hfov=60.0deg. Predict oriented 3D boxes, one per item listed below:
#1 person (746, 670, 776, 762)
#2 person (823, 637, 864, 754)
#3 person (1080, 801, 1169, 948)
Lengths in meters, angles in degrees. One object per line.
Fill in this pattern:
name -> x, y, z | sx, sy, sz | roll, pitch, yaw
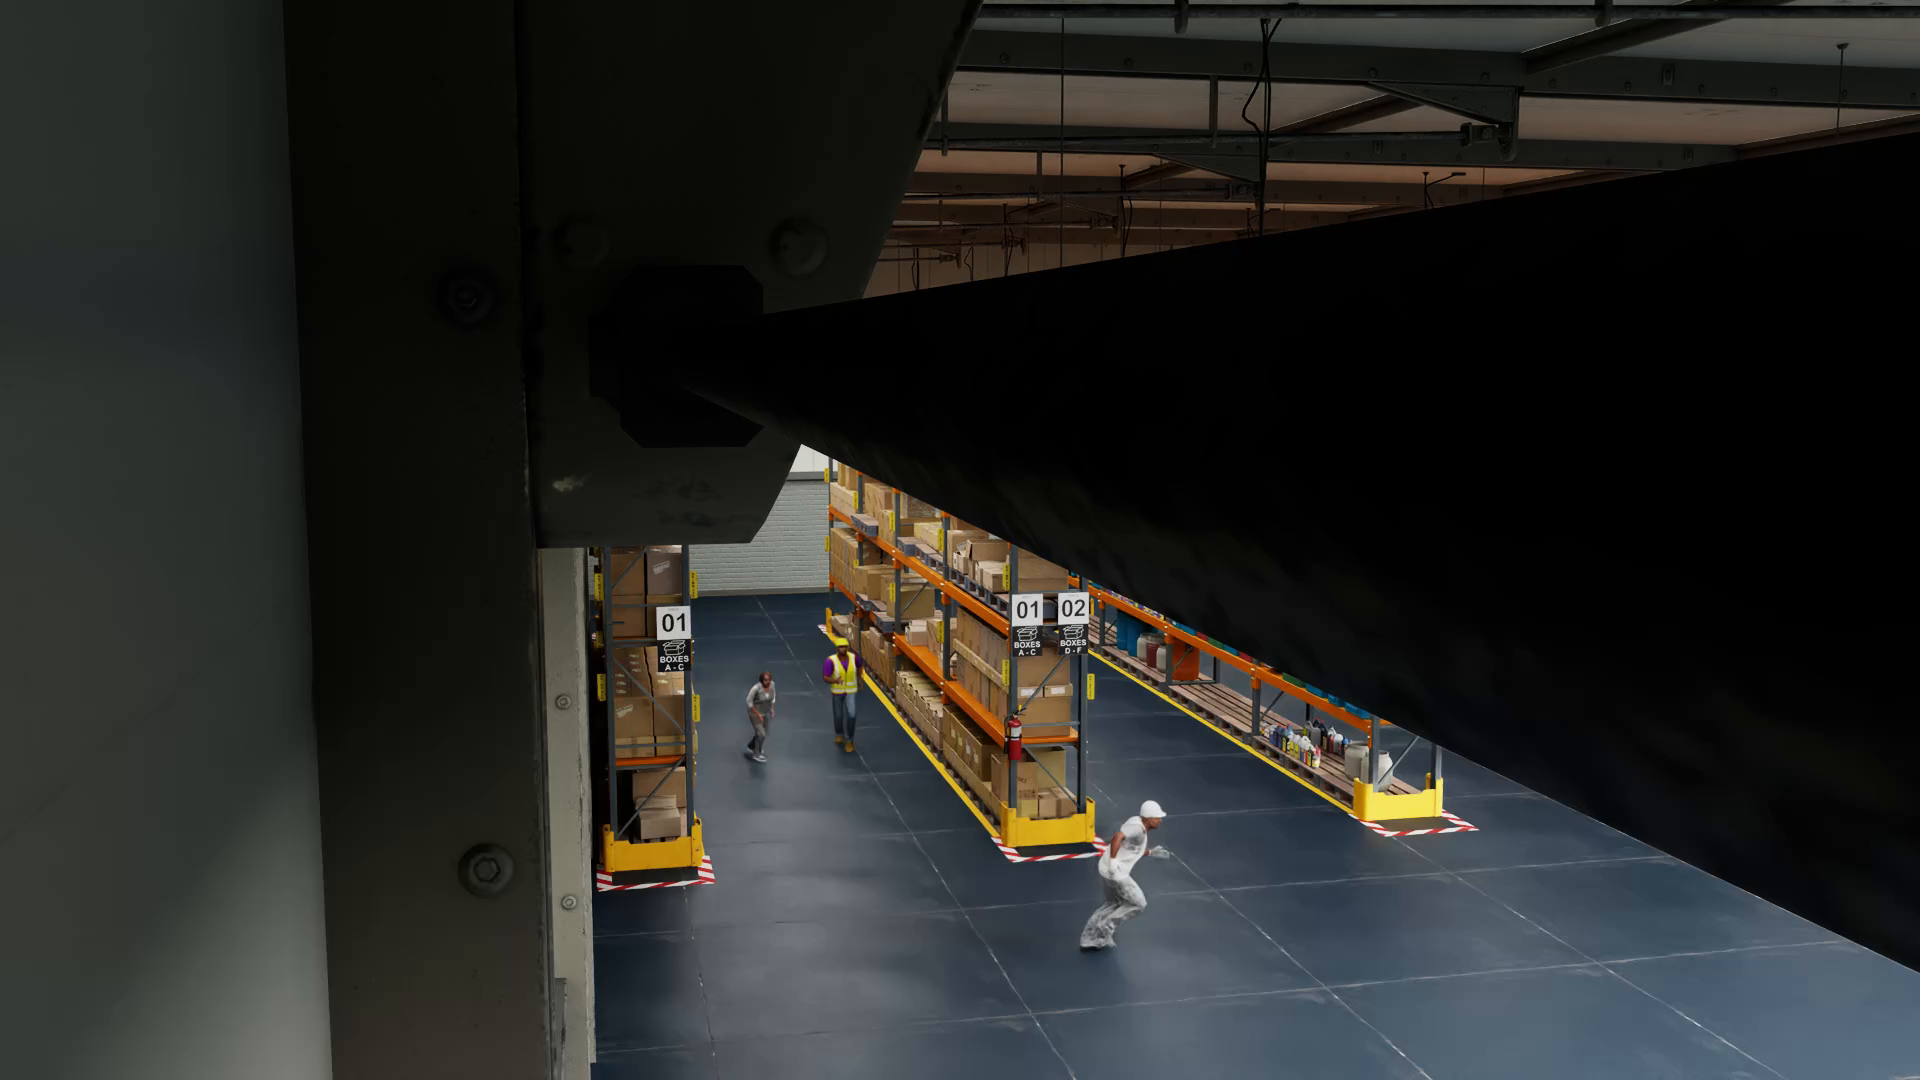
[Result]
person -> -3.035, 2.638, 25.149 | 0.774, 1.455, 0.564 | 6, 9, 41
person -> -1.805, 2.401, 25.810 | 0.660, 1.811, 0.830 | -1, 7, -9
person -> 1.705, 3.487, 17.227 | 0.921, 1.596, 0.722 | 1, 7, 6
